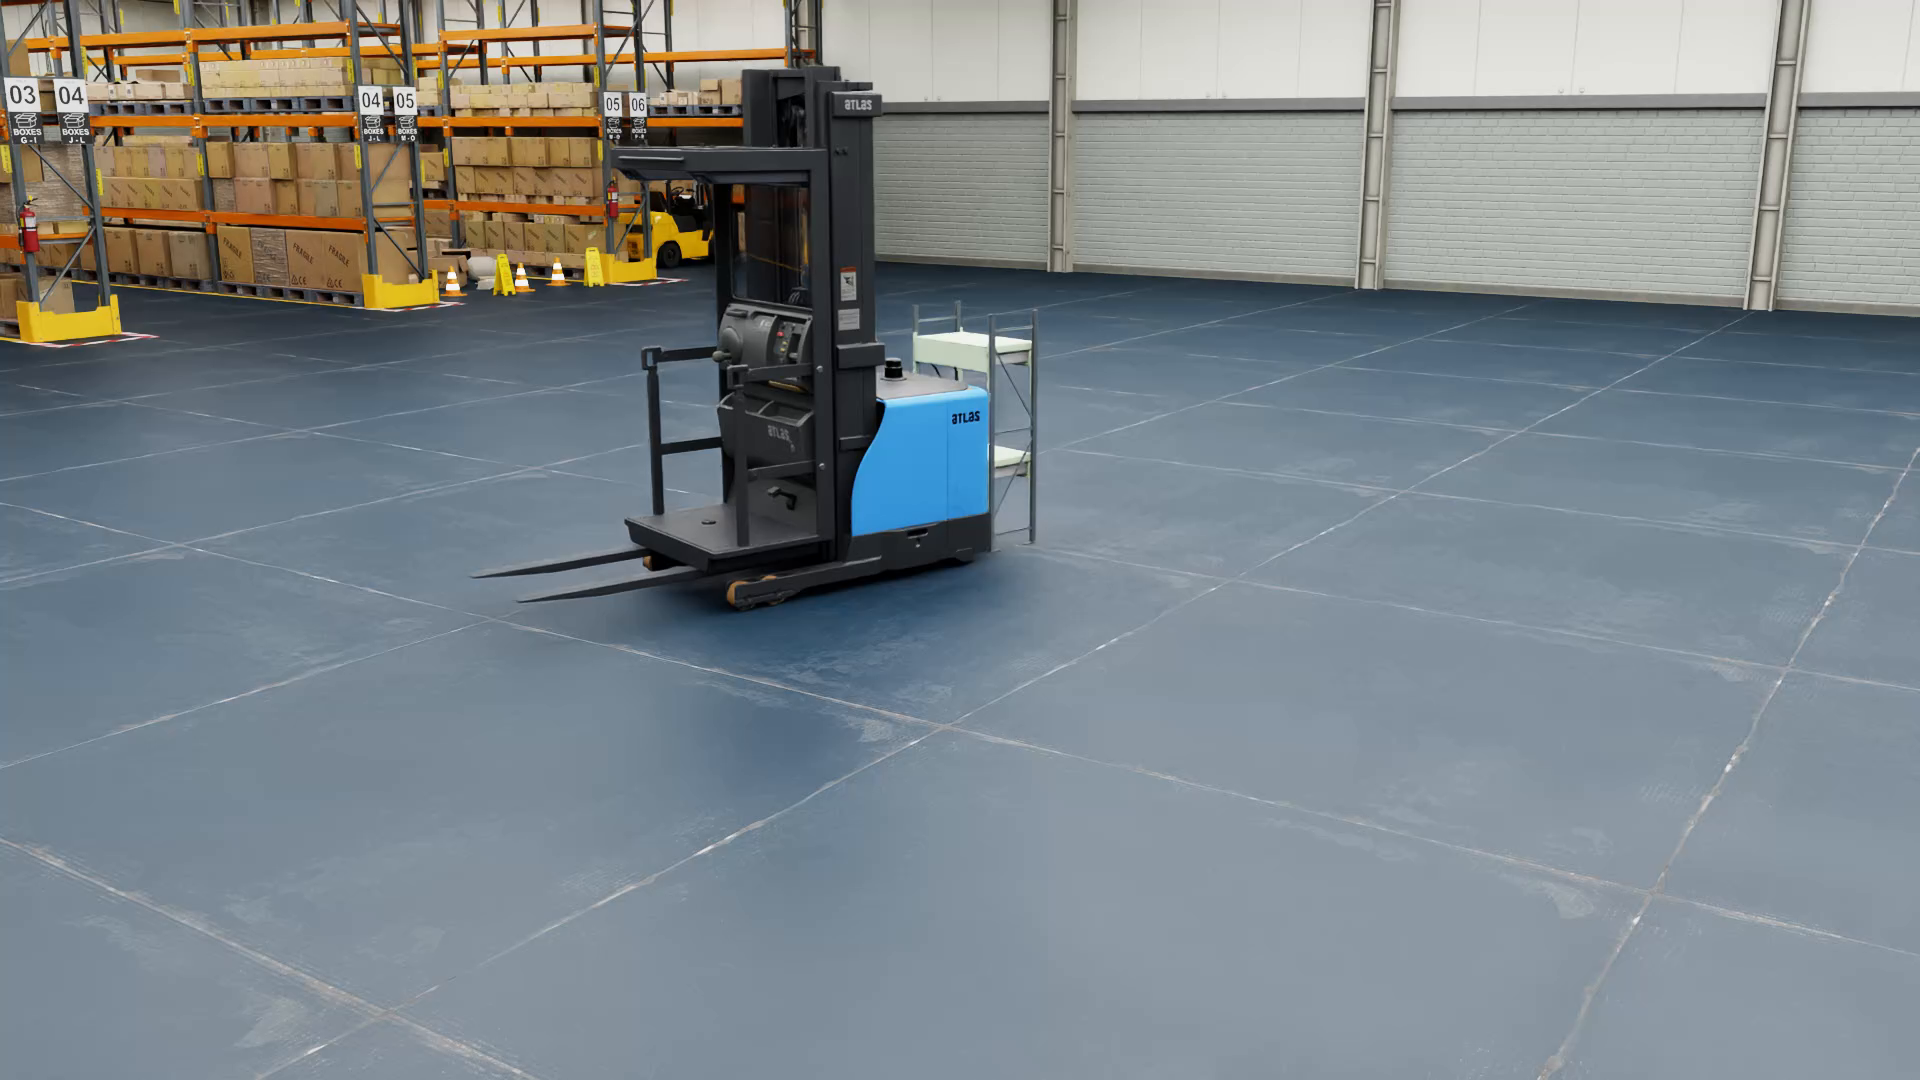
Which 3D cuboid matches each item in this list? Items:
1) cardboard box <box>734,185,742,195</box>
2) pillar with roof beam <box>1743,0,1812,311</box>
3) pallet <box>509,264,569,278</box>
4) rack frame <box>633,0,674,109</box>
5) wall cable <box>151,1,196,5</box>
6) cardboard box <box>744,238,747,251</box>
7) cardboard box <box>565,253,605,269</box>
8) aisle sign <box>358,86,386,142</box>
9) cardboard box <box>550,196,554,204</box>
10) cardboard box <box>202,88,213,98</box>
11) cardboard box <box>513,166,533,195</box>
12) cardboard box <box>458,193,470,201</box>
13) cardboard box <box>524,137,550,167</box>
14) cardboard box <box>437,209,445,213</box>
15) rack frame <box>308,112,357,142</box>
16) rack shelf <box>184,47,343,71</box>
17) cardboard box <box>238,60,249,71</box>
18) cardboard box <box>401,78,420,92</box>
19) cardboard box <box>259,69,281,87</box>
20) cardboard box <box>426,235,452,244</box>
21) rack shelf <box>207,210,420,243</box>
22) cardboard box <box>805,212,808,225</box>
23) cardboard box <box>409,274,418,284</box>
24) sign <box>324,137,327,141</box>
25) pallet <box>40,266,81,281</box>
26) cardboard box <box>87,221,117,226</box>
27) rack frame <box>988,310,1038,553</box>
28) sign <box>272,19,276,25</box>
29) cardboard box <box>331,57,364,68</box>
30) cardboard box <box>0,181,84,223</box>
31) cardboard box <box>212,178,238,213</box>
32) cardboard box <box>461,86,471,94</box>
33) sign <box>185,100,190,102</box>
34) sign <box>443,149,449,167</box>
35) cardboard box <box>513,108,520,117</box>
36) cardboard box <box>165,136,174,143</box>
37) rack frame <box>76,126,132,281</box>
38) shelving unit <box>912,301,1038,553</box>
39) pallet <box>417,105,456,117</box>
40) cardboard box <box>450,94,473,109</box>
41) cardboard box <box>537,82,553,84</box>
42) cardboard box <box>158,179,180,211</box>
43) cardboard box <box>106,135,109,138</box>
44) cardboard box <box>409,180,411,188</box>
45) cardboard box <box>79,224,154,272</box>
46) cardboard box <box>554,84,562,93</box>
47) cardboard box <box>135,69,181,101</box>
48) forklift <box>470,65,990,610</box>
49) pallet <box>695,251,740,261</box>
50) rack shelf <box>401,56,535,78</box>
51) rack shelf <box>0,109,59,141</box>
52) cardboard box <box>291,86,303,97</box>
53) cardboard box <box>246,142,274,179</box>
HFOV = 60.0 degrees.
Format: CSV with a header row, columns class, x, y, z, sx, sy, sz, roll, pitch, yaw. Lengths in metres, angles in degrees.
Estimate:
class,x,y,z,sx,sy,sz,roll,pitch,yaw
cardboard box,-4.432,-7.215,33.520,0.500,0.500,0.500,9,16,32
pillar with roof beam,9.432,-6.926,20.074,0.400,9.000,9.100,9,17,33
pallet,-7.519,-4.959,30.417,1.213,0.211,1.003,9,17,33
rack frame,-6.345,-10.461,34.357,0.127,3.000,1.000,9,17,33
wall cable,-20.271,-15.783,44.278,0.133,3.039,2.988,9,17,33
cardboard box,-4.000,-5.951,33.468,0.500,0.250,0.500,9,17,33
cardboard box,-6.634,-4.950,29.425,0.500,0.250,0.500,9,17,33
aisle sign,-8.581,-6.215,24.276,0.004,0.787,0.394,9,17,33
cardboard box,-7.061,-6.050,29.542,0.250,0.149,0.380,9,17,34
cardboard box,-11.679,-7.029,26.172,0.250,0.149,0.380,9,16,32
cardboard box,-7.634,-6.441,29.774,0.500,0.500,0.500,9,17,33
cardboard box,-9.030,-6.331,30.679,0.250,0.149,0.380,9,17,33
cardboard box,-7.236,-6.843,29.317,0.500,0.500,0.700,9,16,32
cardboard box,-11.920,-7.698,38.654,0.250,0.149,0.380,9,17,33
rack frame,-12.432,-7.096,33.245,0.127,3.000,1.000,9,17,33
rack shelf,-14.091,-9.733,33.742,4.000,0.370,1.077,9,17,33
cardboard box,-10.832,-7.279,25.525,0.250,0.149,0.380,9,17,33
cardboard box,-10.524,-8.574,31.371,0.500,0.250,0.500,10,17,34
cardboard box,-10.283,-7.015,25.286,0.500,0.250,0.500,9,17,33
cardboard box,-10.148,-5.653,32.012,0.625,0.372,0.950,10,17,36
rack shelf,-10.132,-4.941,26.039,4.000,0.370,1.077,9,17,33
cardboard box,-3.319,-6.470,33.483,0.500,0.250,0.500,9,16,32
cardboard box,-9.337,-4.368,27.917,0.258,0.266,0.396,13,19,42
sign,-15.976,-9.982,41.838,0.005,0.325,0.100,9,17,33
pallet,-15.758,-4.847,29.962,1.213,0.211,1.003,9,17,33
cardboard box,-15.547,-5.590,29.931,0.500,0.250,0.500,8,16,30
rack frame,0.333,-0.681,10.452,0.400,1.500,0.023,-12,18,-40
sign,-16.606,-12.454,40.299,0.005,0.325,0.100,9,17,33
cardboard box,-8.941,-6.973,24.289,0.250,0.149,0.380,9,17,33
cardboard box,-11.765,-4.319,21.201,0.500,0.500,0.875,9,17,33
cardboard box,-11.478,-5.584,26.827,0.550,0.550,0.875,9,17,33
cardboard box,-8.801,-8.144,30.101,0.250,0.149,0.380,10,17,34
sign,-16.059,-9.267,34.532,0.005,0.325,0.100,9,17,33
sign,-9.419,-7.010,30.489,0.005,0.325,0.100,9,17,33
cardboard box,-7.709,-7.595,29.543,0.250,0.149,0.380,9,17,33
cardboard box,-16.764,-8.581,35.608,0.250,0.149,0.380,9,17,32
rack frame,-15.110,-6.095,29.203,0.127,3.000,1.000,9,17,33
shelving unit,0.091,-0.747,10.719,0.431,1.500,0.755,-12,18,-40
pallet,-9.565,-8.028,31.160,1.003,0.211,1.213,9,17,33
cardboard box,-8.900,-7.973,30.240,0.500,0.250,0.500,9,16,32
cardboard box,-8.725,-9.649,36.028,0.500,0.500,0.700,9,16,32
cardboard box,-12.793,-5.692,27.365,0.500,0.500,0.500,9,17,32
cardboard box,-18.672,-8.893,36.868,0.250,0.149,0.380,10,17,34
cardboard box,-10.350,-6.755,31.517,0.250,0.149,0.380,9,17,33
cardboard box,-14.655,-5.107,29.020,0.750,0.750,1.050,9,16,32
cardboard box,-6.835,-7.847,28.903,0.250,0.149,0.380,9,17,33
cardboard box,-13.512,-7.675,28.052,0.500,0.500,0.500,9,17,33
forklift,-1.291,-1.174,9.465,3.031,2.935,1.130,-11,17,-36
pallet,-4.692,-5.917,34.288,1.213,0.211,1.003,9,17,33
rack shelf,-11.324,-10.723,37.742,4.000,0.370,1.077,9,17,33
rack shelf,-12.984,-5.422,21.738,4.000,0.370,1.077,9,17,33
cardboard box,-9.782,-6.722,24.935,0.250,0.149,0.380,9,16,32
cardboard box,-10.612,-5.949,26.053,0.550,0.550,0.875,9,17,33
